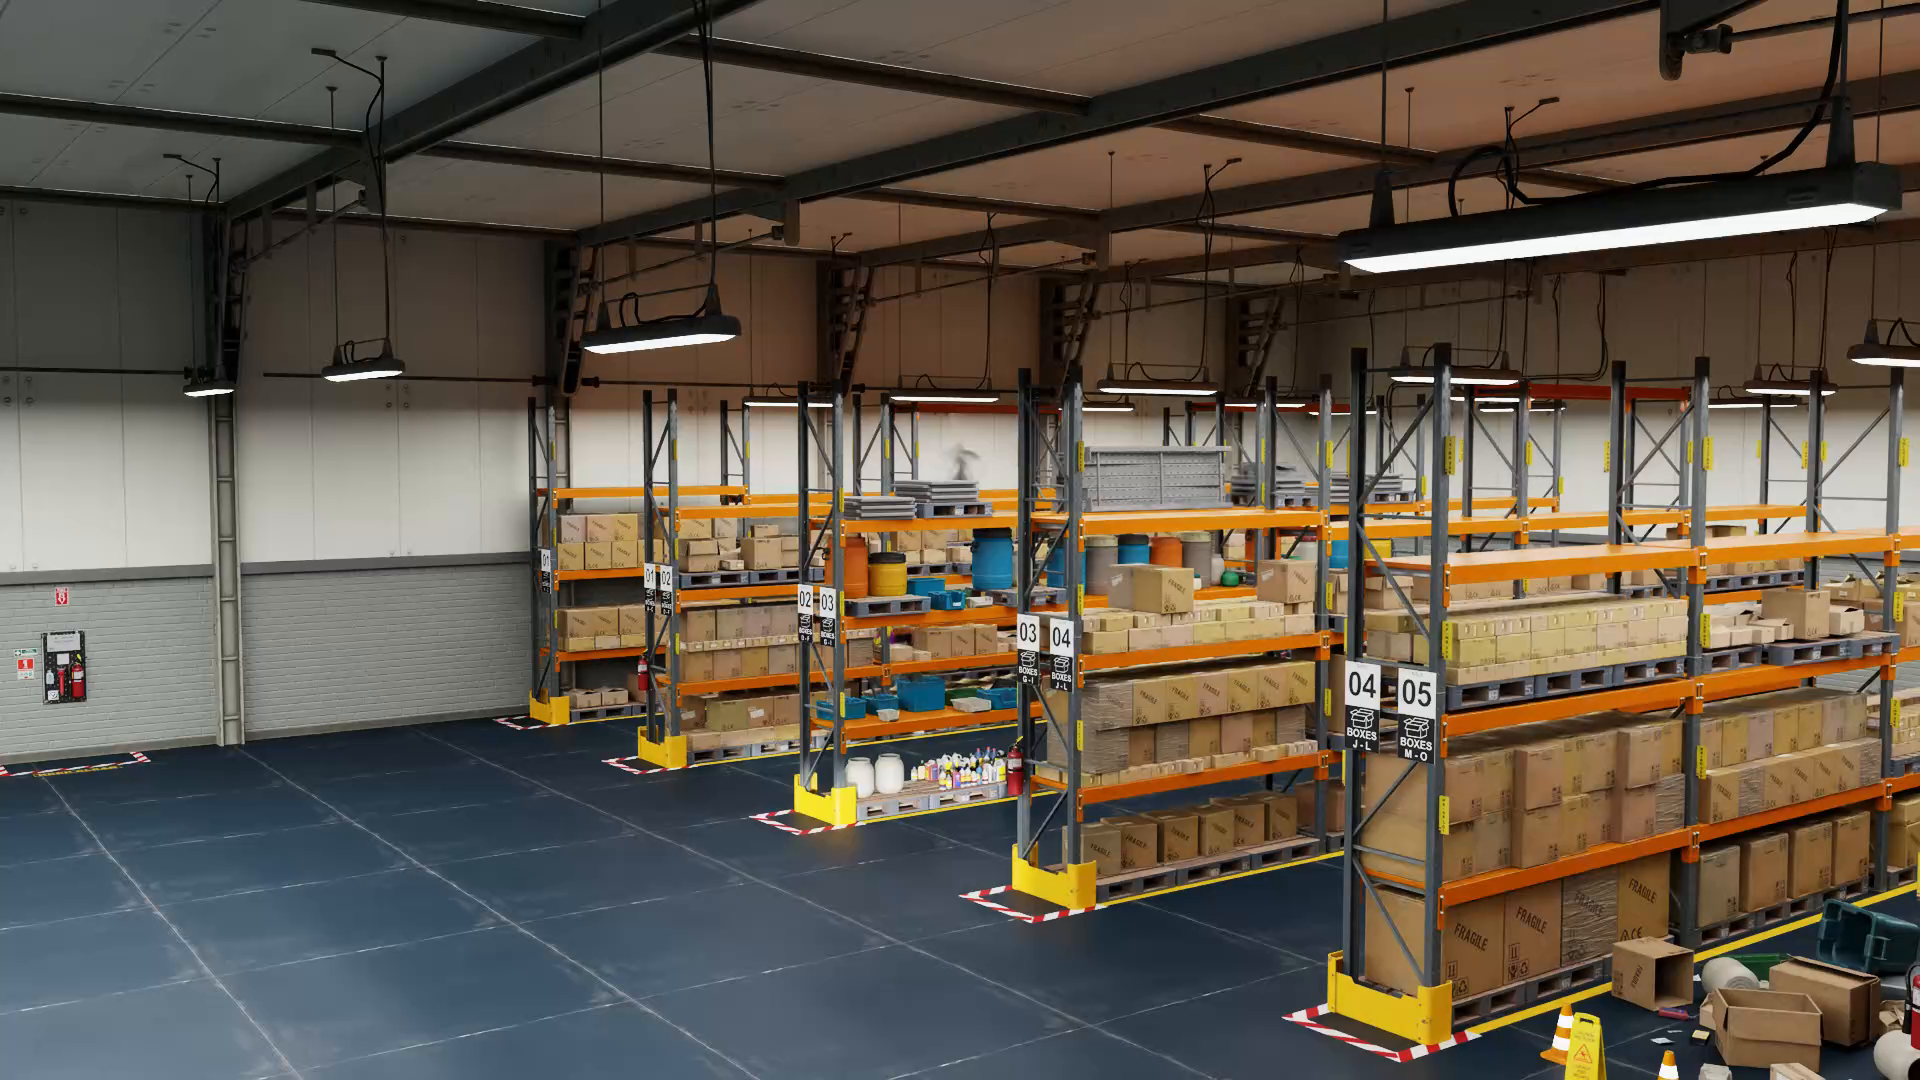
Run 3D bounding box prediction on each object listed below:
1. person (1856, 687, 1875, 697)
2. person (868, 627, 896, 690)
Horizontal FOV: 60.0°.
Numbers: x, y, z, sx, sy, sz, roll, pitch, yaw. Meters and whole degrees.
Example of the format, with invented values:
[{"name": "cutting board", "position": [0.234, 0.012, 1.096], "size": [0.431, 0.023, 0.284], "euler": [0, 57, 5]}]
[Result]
[{"name": "person", "position": [12.622, 2.928, 23.215], "size": [0.550, 1.752, 0.666], "euler": [-2, 4, -31]}, {"name": "person", "position": [-1.505, 2.331, 32.080], "size": [0.968, 1.744, 0.710], "euler": [-3, 5, -42]}]
